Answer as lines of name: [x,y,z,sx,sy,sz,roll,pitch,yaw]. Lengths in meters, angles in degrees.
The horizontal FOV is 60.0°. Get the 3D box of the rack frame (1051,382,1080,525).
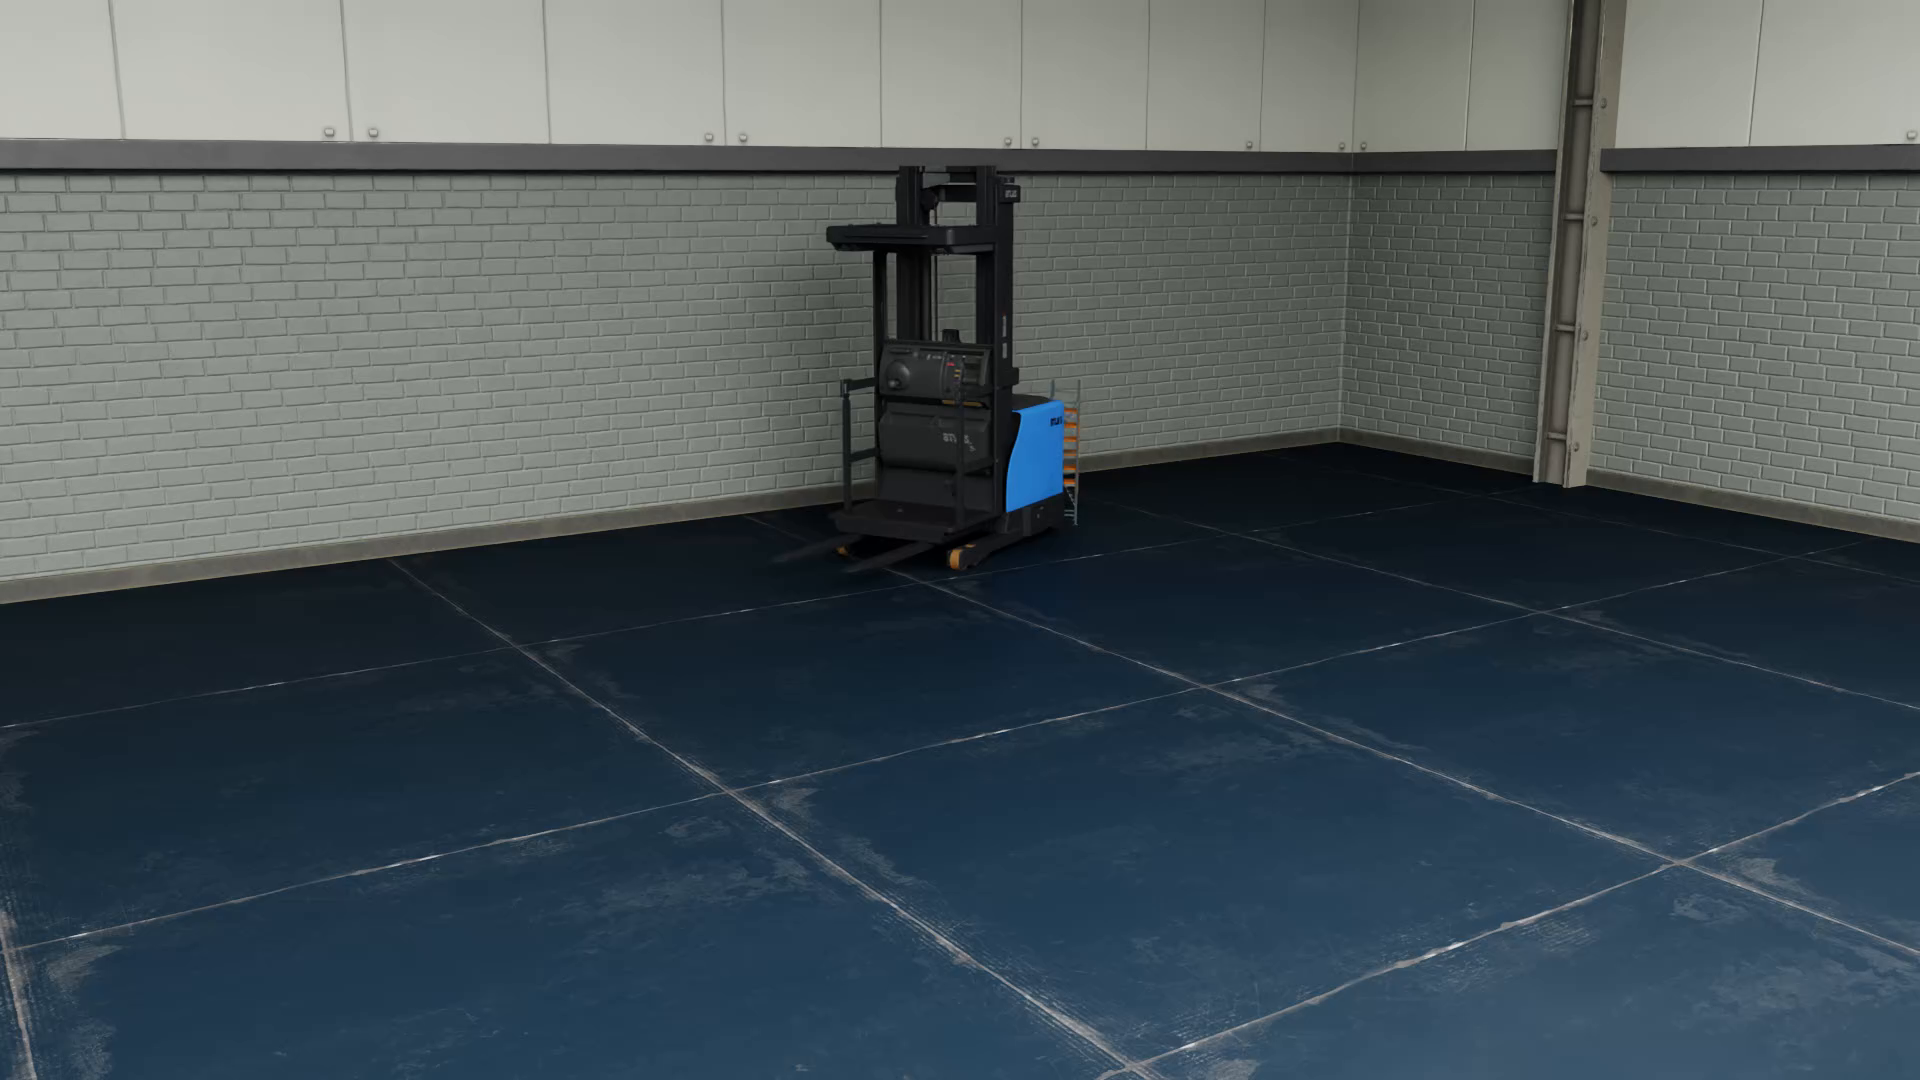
rack frame: [0.864,-0.715,13.815,0.240,1.200,0.006,2,13,5]

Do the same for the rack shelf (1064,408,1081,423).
rack shelf: [0.876,-1.043,13.835,0.258,0.103,0.180,2,13,5]

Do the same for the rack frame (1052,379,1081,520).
rack frame: [0.880,-0.755,13.993,0.240,1.200,0.006,2,13,5]

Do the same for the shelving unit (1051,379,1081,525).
shelving unit: [0.872,-0.735,13.904,0.258,1.200,0.189,2,13,5]

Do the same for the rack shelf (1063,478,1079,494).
rack shelf: [0.869,-0.458,13.967,0.258,0.103,0.180,2,13,5]

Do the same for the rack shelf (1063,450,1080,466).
rack shelf: [0.872,-0.692,13.914,0.258,0.103,0.180,2,13,5]

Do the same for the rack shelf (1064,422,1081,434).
rack shelf: [0.874,-0.926,13.861,0.258,0.103,0.180,2,13,5]

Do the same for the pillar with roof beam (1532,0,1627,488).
pillar with roof beam: [2.131,-4.429,12.552,9.100,9.000,0.400,-8,15,-33]

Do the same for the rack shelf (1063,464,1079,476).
rack shelf: [0.870,-0.575,13.941,0.258,0.103,0.180,2,13,5]

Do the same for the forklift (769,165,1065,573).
forklift: [-0.300,-1.311,12.497,1.130,2.935,3.031,7,14,29]

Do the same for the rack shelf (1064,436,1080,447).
rack shelf: [0.873,-0.809,13.888,0.258,0.103,0.180,2,13,5]
